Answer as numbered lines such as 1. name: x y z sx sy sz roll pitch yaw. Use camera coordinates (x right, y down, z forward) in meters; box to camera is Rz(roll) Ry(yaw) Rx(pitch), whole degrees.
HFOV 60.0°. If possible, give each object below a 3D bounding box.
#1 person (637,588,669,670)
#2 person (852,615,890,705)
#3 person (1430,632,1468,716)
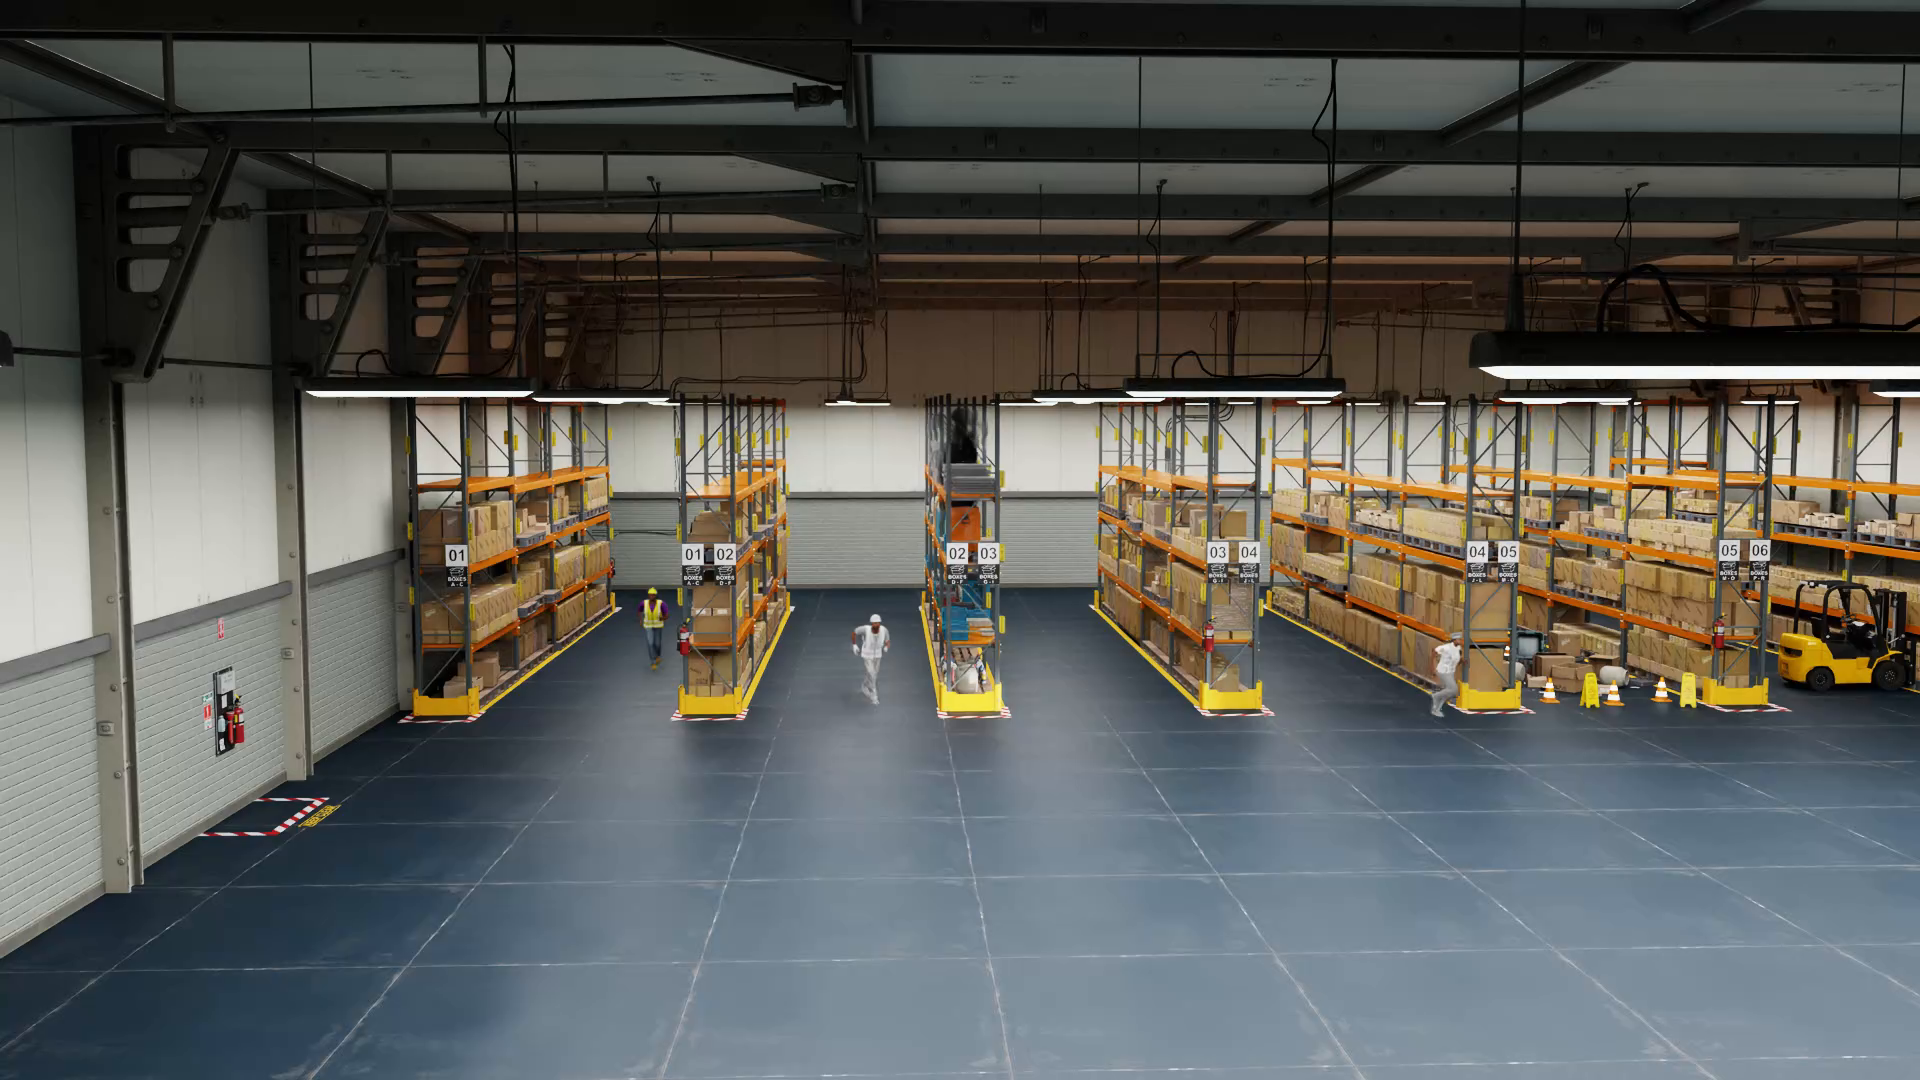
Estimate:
1. person: -6.764 1.937 36.677 0.705 1.766 0.888 -1 5 -8
2. person: -1.744 2.333 32.437 0.715 1.814 0.950 -2 5 -25
3. person: 9.093 2.485 30.877 0.695 1.611 0.561 4 6 42
